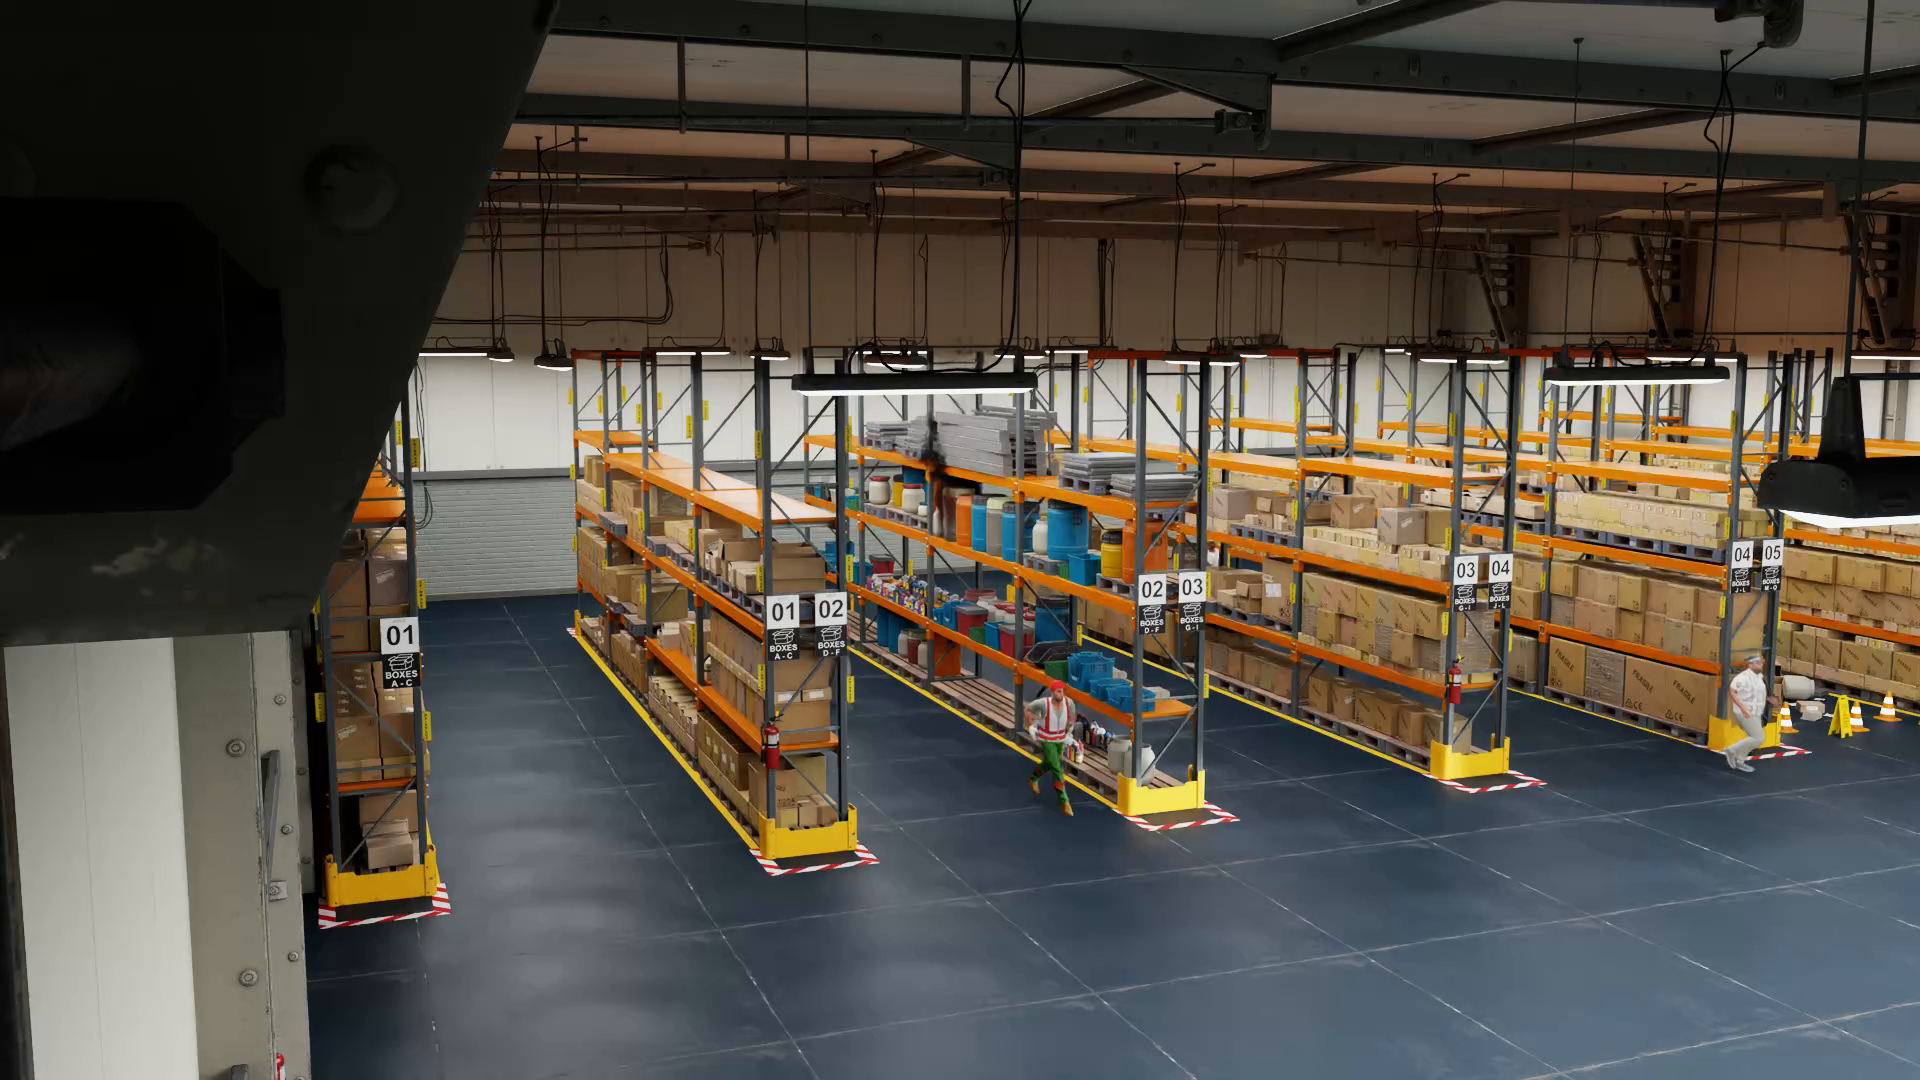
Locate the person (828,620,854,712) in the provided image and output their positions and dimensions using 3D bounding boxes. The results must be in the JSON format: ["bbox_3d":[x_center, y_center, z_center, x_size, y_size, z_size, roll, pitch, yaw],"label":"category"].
[{"bbox_3d":[-2.110,1.978,28.170,0.608,1.767,0.909,-3,8,-24],"label":"person"}]

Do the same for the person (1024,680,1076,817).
[{"bbox_3d":[1.210,2.695,22.228,0.662,1.769,1.131,-4,8,-30],"label":"person"}]

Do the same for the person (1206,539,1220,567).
[{"bbox_3d":[5.588,0.800,37.163,0.700,1.769,0.977,-2,7,-16],"label":"person"}]

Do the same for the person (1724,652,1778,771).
[{"bbox_3d":[11.468,2.485,24.053,0.615,1.744,0.647,7,10,44],"label":"person"}]
